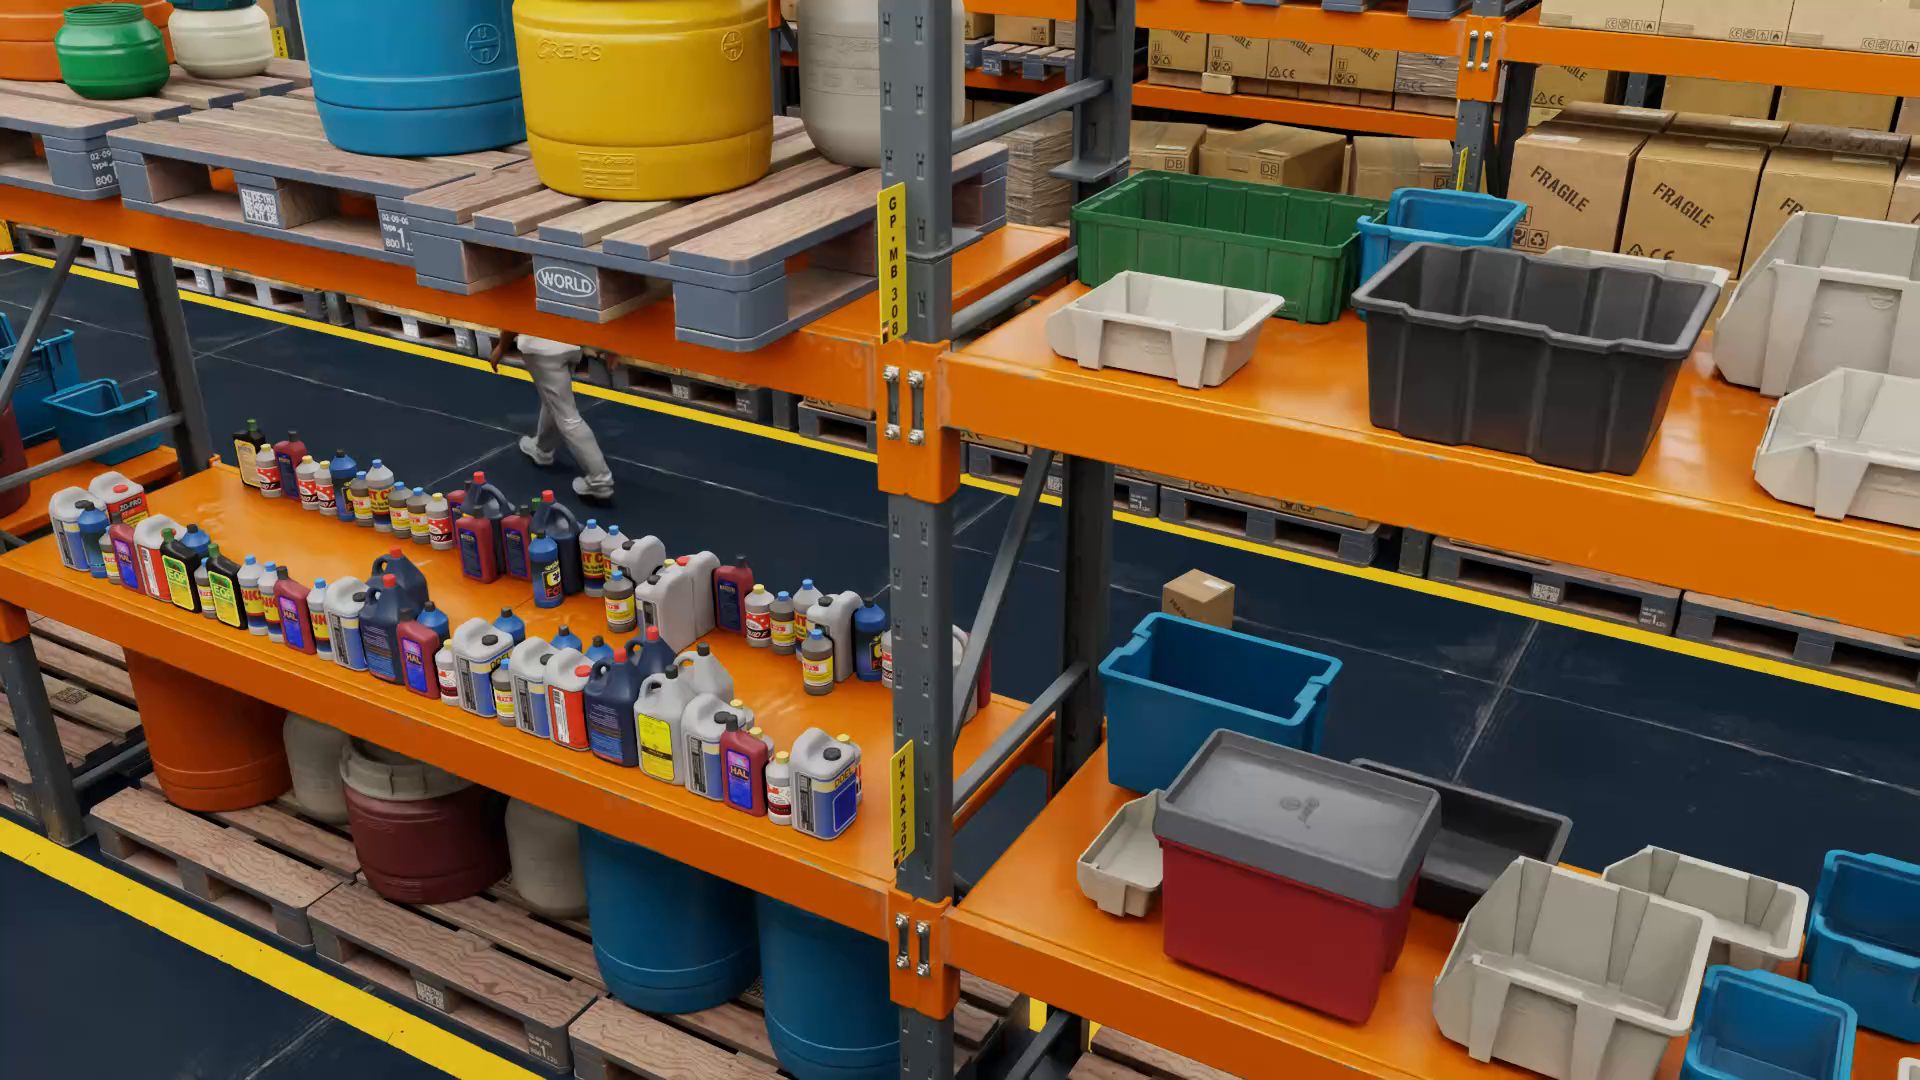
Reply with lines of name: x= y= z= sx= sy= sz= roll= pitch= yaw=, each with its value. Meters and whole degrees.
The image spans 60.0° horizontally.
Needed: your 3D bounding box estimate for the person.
person: x=-2.329 y=-1.122 z=9.355 sx=1.015 sy=1.720 sz=0.610 roll=17 pitch=31 yaw=31
